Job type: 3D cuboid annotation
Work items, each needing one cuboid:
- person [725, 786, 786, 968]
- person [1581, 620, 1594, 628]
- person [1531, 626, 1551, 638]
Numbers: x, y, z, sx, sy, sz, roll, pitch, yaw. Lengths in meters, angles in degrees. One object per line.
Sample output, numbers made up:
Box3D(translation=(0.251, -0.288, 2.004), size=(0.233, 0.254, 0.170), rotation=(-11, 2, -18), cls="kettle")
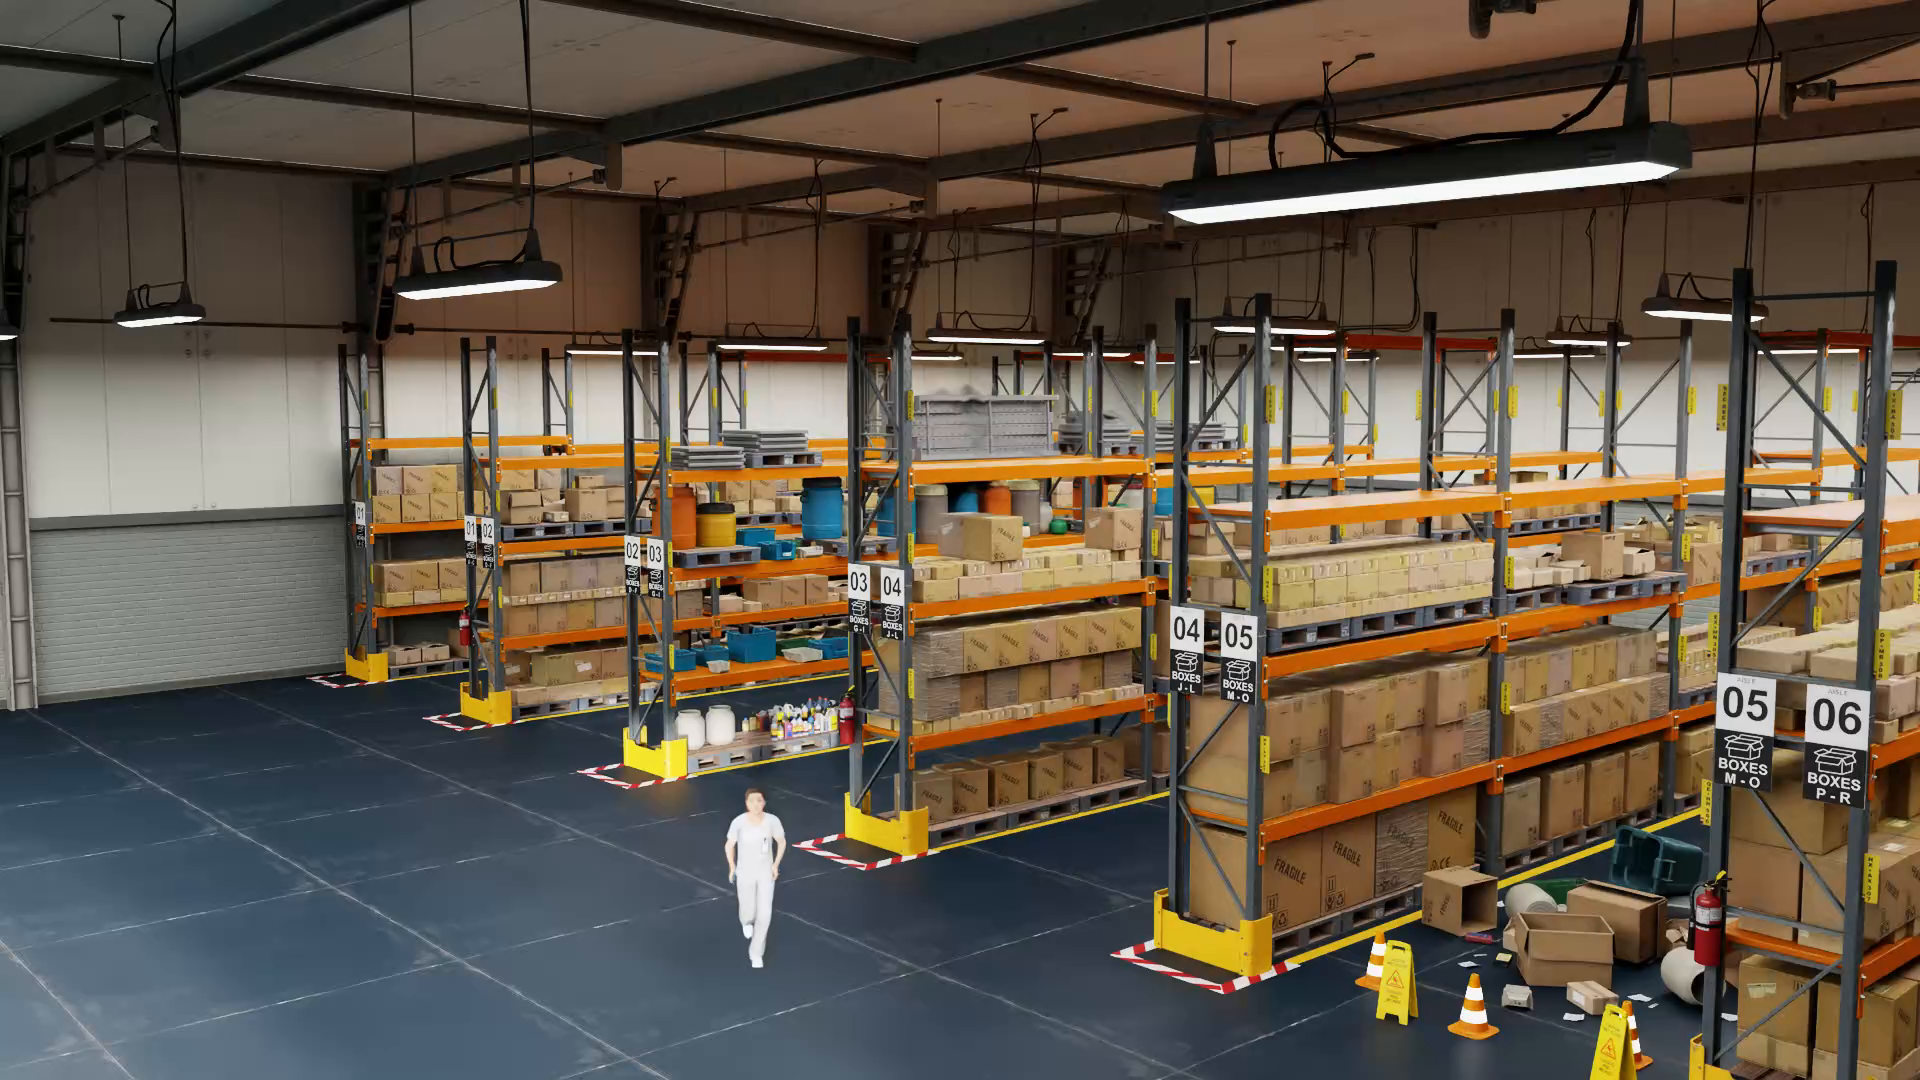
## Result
Box3D(translation=(-1.853, 3.071, 15.115), size=(0.550, 1.504, 0.622), rotation=(-1, 5, -9), cls="person")
Box3D(translation=(9.780, 2.039, 25.961), size=(0.546, 1.593, 0.882), rotation=(4, 6, 37), cls="person")
Box3D(translation=(8.827, 2.075, 25.164), size=(0.663, 1.728, 0.824), rotation=(5, 7, 44), cls="person")
